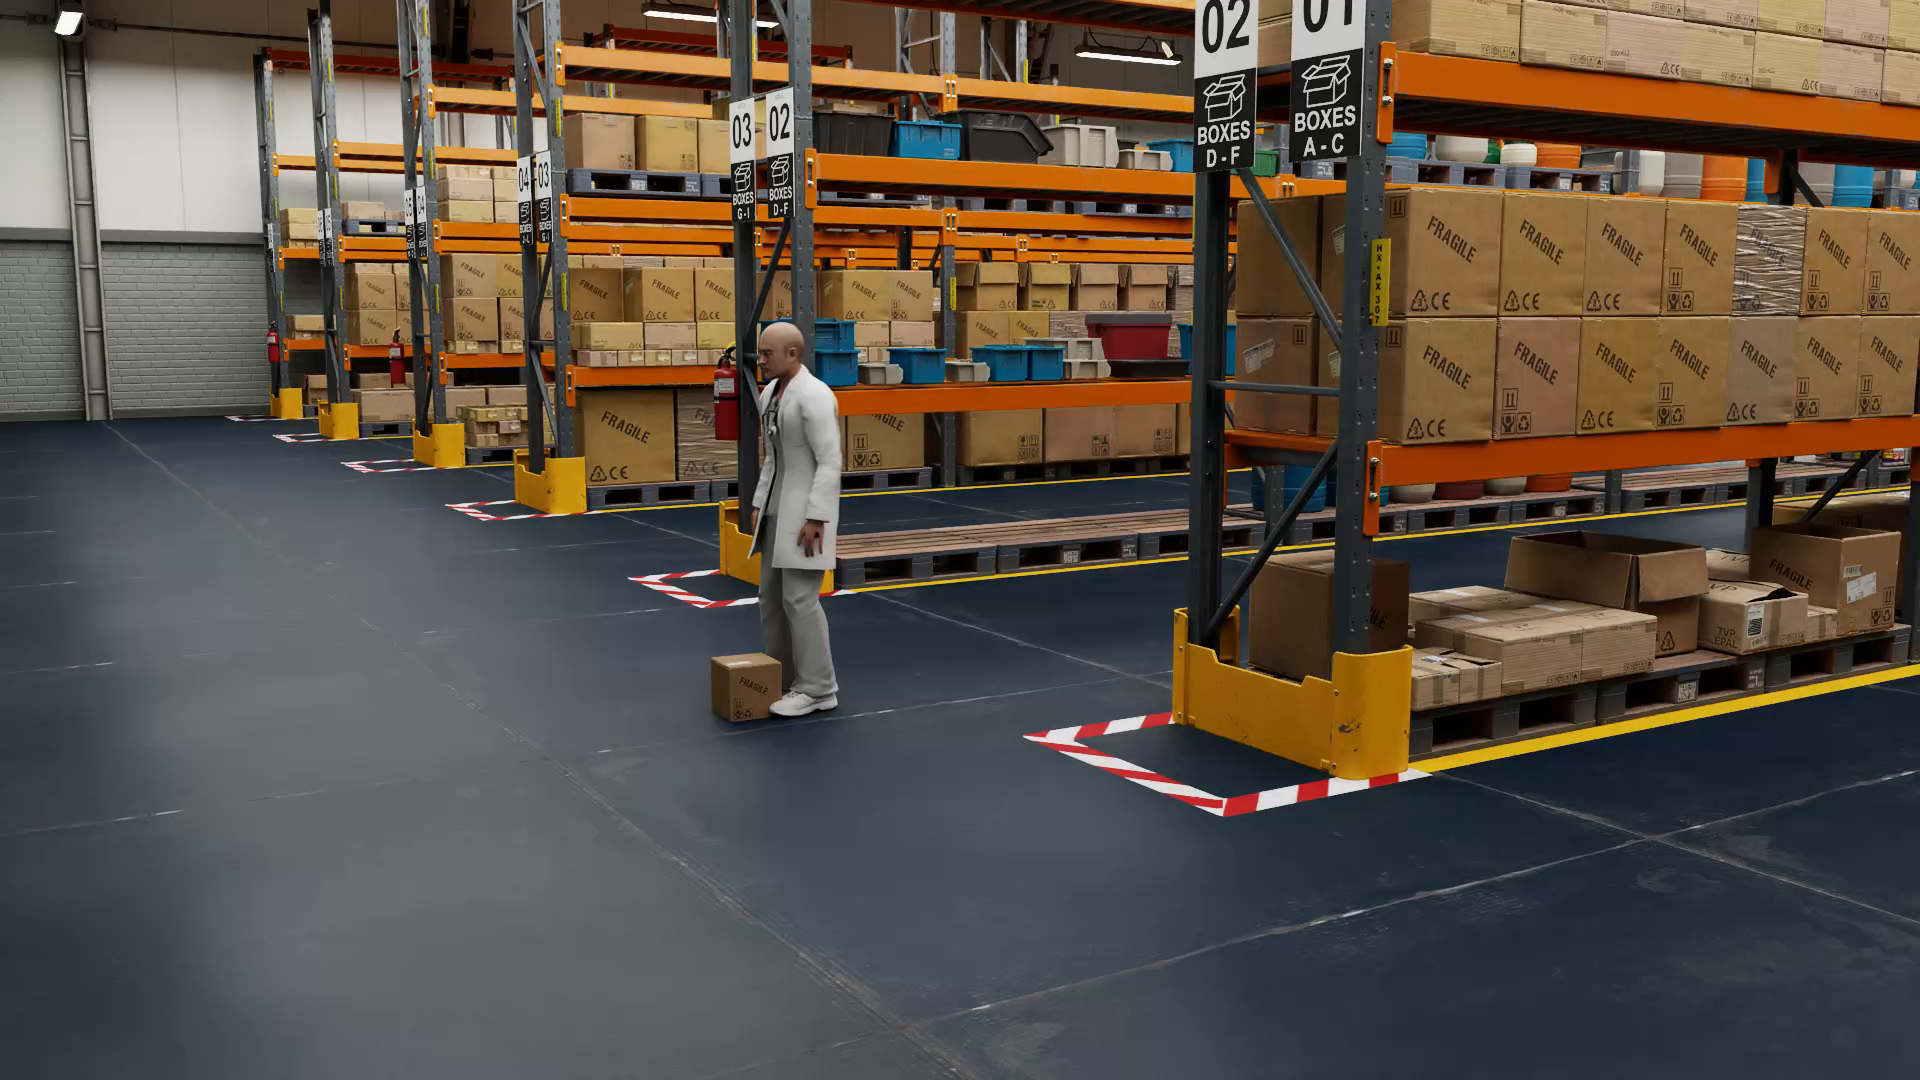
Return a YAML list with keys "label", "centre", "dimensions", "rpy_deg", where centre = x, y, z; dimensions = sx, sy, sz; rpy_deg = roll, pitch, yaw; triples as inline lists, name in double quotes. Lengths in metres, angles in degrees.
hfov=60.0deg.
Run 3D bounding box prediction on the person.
- label: "person"
  centre: [-0.762, -0.103, 7.609]
  dimensions: [0.417, 1.774, 0.650]
  rpy_deg: [-5, 9, -32]
